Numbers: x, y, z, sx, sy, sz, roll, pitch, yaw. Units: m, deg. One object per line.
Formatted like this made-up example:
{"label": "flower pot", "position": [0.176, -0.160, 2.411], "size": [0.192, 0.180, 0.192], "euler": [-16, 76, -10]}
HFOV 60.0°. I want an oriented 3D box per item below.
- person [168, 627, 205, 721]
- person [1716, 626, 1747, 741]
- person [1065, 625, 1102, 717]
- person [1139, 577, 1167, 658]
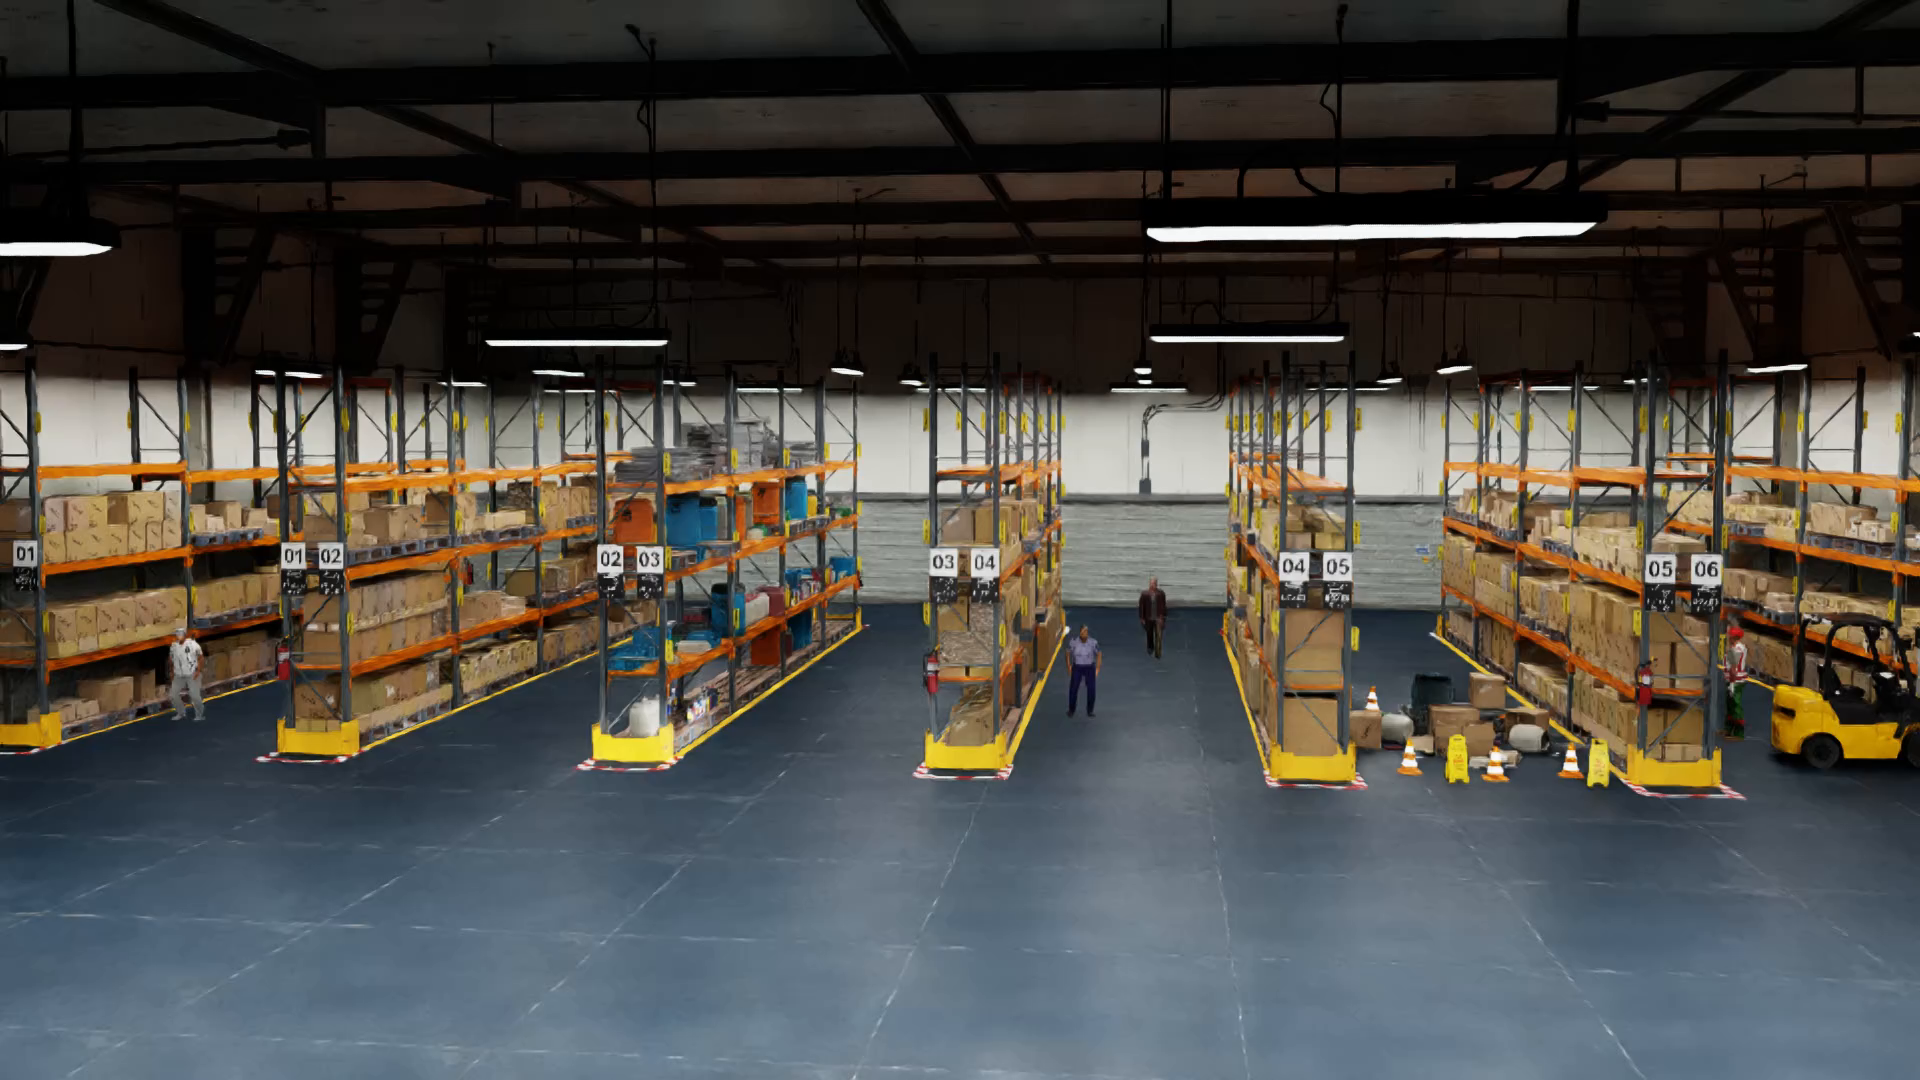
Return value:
{"label": "person", "position": [-12.966, 2.238, 27.840], "size": [0.625, 1.611, 0.582], "euler": [0, 4, 3]}
{"label": "person", "position": [12.128, 2.242, 26.175], "size": [0.494, 1.786, 0.606], "euler": [3, 5, 36]}
{"label": "person", "position": [2.092, 2.216, 28.249], "size": [0.625, 1.596, 0.517], "euler": [0, 4, 4]}
{"label": "person", "position": [4.103, 1.634, 35.371], "size": [0.598, 1.698, 1.193], "euler": [1, 4, 9]}
